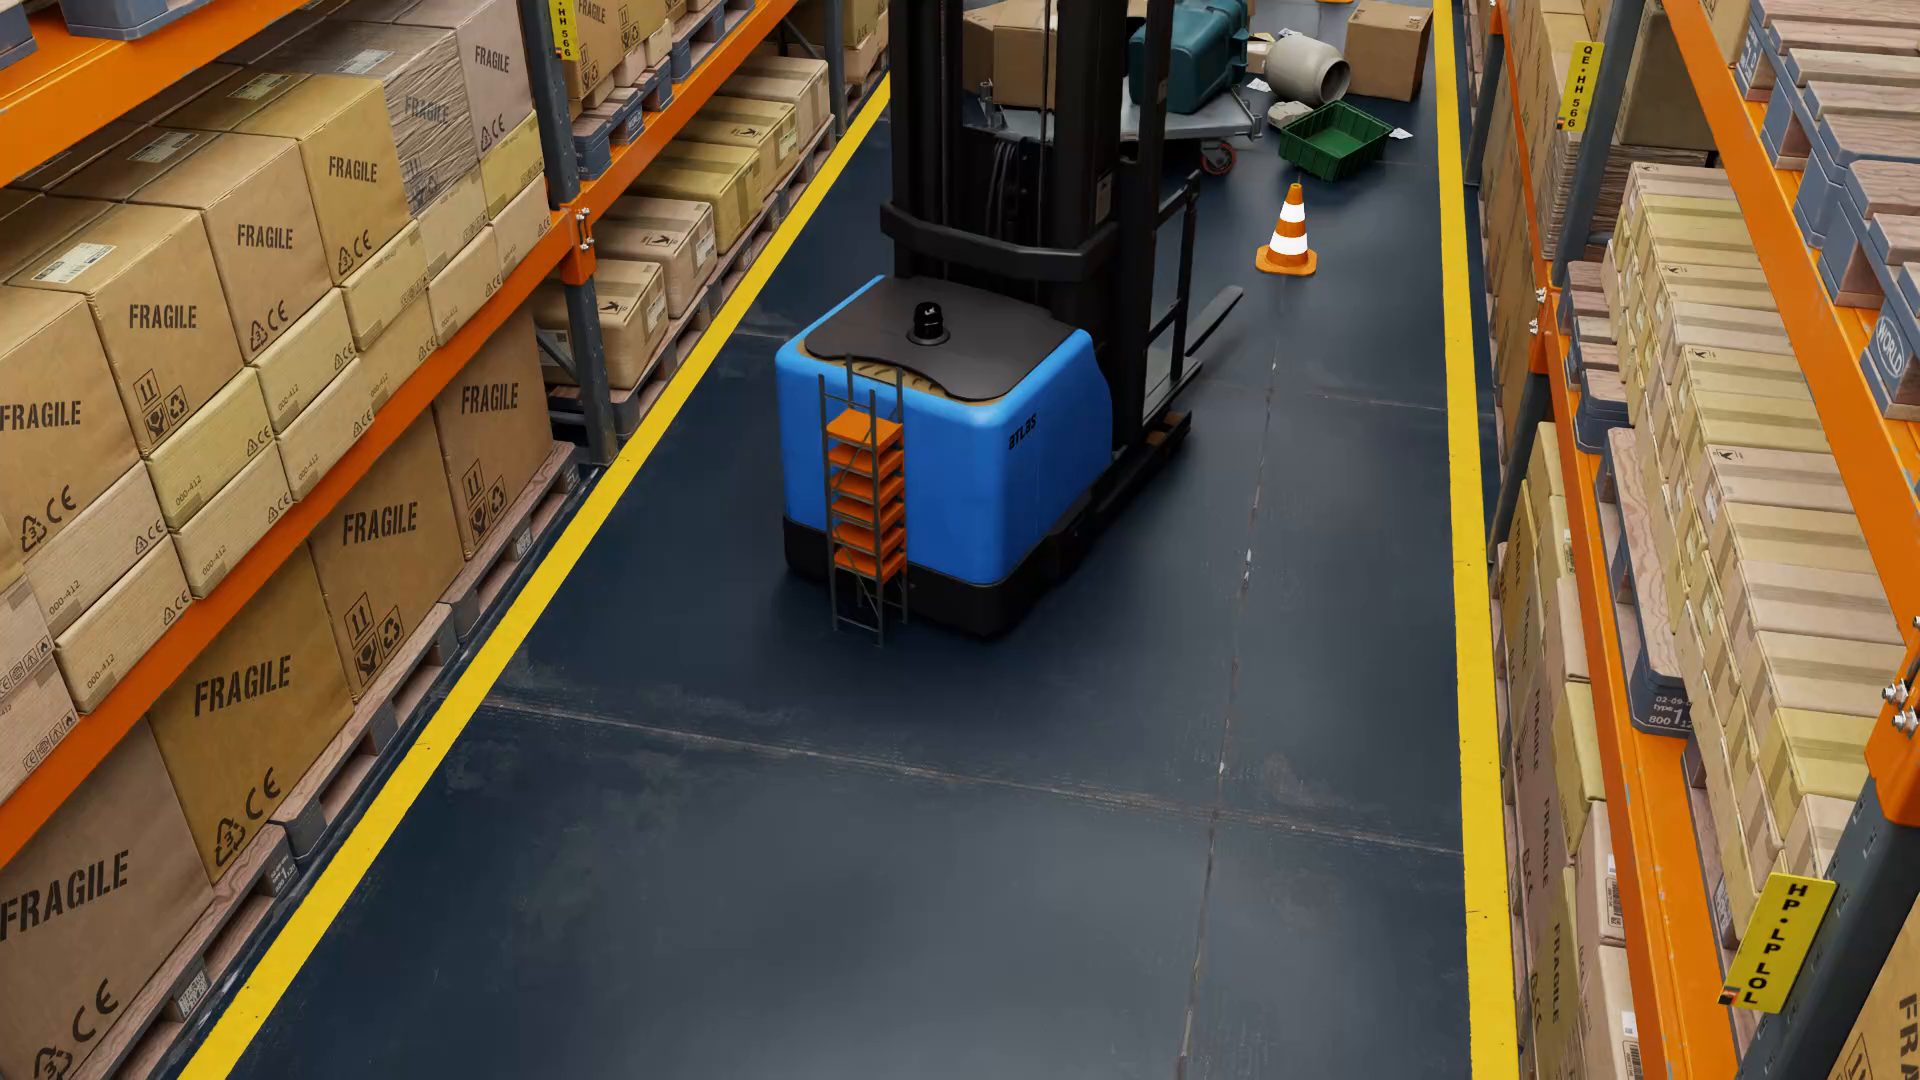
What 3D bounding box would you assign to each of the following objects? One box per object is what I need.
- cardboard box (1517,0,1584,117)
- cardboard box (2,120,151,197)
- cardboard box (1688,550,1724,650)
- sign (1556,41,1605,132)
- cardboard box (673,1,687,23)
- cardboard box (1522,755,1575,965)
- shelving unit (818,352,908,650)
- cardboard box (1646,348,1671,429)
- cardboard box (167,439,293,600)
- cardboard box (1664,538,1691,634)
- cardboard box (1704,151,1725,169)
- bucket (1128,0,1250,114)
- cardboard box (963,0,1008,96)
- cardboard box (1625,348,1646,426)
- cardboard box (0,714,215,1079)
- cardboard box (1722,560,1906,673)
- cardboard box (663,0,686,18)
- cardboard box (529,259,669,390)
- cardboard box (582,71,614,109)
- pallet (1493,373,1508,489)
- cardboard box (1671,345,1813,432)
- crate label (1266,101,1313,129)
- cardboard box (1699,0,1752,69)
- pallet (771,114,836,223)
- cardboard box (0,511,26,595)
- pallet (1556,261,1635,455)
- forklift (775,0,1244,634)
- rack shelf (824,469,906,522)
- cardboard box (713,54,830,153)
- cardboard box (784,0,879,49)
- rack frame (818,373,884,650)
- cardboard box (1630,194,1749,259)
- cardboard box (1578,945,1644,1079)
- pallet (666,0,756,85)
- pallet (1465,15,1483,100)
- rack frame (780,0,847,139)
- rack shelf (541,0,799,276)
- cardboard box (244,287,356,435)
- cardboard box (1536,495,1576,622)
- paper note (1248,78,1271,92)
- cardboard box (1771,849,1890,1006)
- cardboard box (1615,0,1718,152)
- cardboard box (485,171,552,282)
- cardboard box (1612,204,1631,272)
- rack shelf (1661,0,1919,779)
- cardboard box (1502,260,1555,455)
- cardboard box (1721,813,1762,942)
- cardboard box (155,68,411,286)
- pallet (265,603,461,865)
[{"bbox_3d":[2.910,-2.280,7.755,0.500,0.500,0.500,8,37,11],"label":"cardboard box"},{"bbox_3d":[-2.778,-0.968,5.092,0.500,0.500,0.500,8,37,11],"label":"cardboard box"},{"bbox_3d":[2.016,0.171,4.060,0.380,0.149,0.250,6,36,8],"label":"cardboard box"},{"bbox_3d":[2.214,-1.617,5.939,0.100,0.325,0.005,7,37,10],"label":"sign"},{"bbox_3d":[-1.577,-2.654,8.211,0.380,0.149,0.250,9,37,12],"label":"cardboard box"},{"bbox_3d":[2.038,1.011,5.071,0.500,0.500,0.500,7,36,9],"label":"cardboard box"},{"bbox_3d":[-0.363,-0.130,6.407,0.258,1.200,0.189,19,40,24],"label":"shelving unit"},{"bbox_3d":[2.240,-0.421,4.878,0.380,0.149,0.250,7,37,10],"label":"cardboard box"},{"bbox_3d":[-2.369,-0.097,4.956,0.500,0.250,0.500,7,37,10],"label":"cardboard box"},{"bbox_3d":[2.069,0.144,4.351,0.380,0.149,0.250,9,37,12],"label":"cardboard box"},{"bbox_3d":[3.116,-1.345,6.464,0.500,0.500,0.500,8,37,10],"label":"cardboard box"},{"bbox_3d":[1.388,-3.031,10.370,0.726,0.611,0.620,20,51,26],"label":"bucket"},{"bbox_3d":[0.312,-3.369,11.471,0.500,0.500,0.500,-24,42,-30],"label":"cardboard box"},{"bbox_3d":[2.293,-0.455,5.177,0.380,0.149,0.250,9,37,12],"label":"cardboard box"},{"bbox_3d":[-2.901,0.975,4.802,0.875,0.875,0.875,8,37,11],"label":"cardboard box"},{"bbox_3d":[1.967,0.196,3.773,0.380,0.149,0.250,7,37,10],"label":"cardboard box"},{"bbox_3d":[-1.567,-2.808,7.872,0.500,0.500,0.500,8,37,11],"label":"cardboard box"},{"bbox_3d":[-1.970,-1.072,8.055,0.950,0.372,0.625,5,36,7],"label":"cardboard box"},{"bbox_3d":[-1.757,-2.033,7.355,0.380,0.149,0.250,5,36,7],"label":"cardboard box"},{"bbox_3d":[2.998,-0.394,7.614,1.003,0.211,1.213,7,37,10],"label":"pallet"},{"bbox_3d":[2.189,-0.396,4.589,0.380,0.149,0.250,8,37,11],"label":"cardboard box"},{"bbox_3d":[2.188,-2.799,10.995,0.298,0.136,0.250,-17,39,-22],"label":"crate label"},{"bbox_3d":[2.173,-1.467,4.077,0.500,0.500,0.500,7,37,10],"label":"cardboard box"},{"bbox_3d":[-1.411,-2.361,10.328,1.003,0.211,1.213,7,37,10],"label":"pallet"},{"bbox_3d":[-2.580,-0.012,3.773,0.500,0.500,0.500,8,37,11],"label":"cardboard box"},{"bbox_3d":[2.708,-0.581,5.659,1.213,0.211,1.003,7,37,10],"label":"pallet"},{"bbox_3d":[0.436,-1.653,7.033,1.130,2.935,3.031,19,40,24],"label":"forklift"},{"bbox_3d":[-0.363,-0.191,6.363,0.258,0.103,0.180,19,40,24],"label":"rack shelf"},{"bbox_3d":[-1.356,-2.742,10.358,0.950,0.372,0.625,8,37,11],"label":"cardboard box"},{"bbox_3d":[-0.857,-3.601,11.009,0.500,0.500,0.500,9,37,12],"label":"cardboard box"},{"bbox_3d":[-0.409,-0.084,6.343,0.240,1.200,0.006,19,40,24],"label":"rack frame"},{"bbox_3d":[2.414,-0.995,5.416,0.380,0.149,0.250,6,36,9],"label":"cardboard box"},{"bbox_3d":[1.814,1.292,4.044,0.500,0.250,0.500,6,36,9],"label":"cardboard box"},{"bbox_3d":[-1.718,-2.706,8.591,1.003,0.211,1.213,7,37,10],"label":"pallet"},{"bbox_3d":[4.108,-3.373,11.724,1.003,0.211,1.213,7,37,10],"label":"pallet"},{"bbox_3d":[-1.247,-3.937,10.126,1.000,3.000,0.127,7,37,10],"label":"rack frame"},{"bbox_3d":[-1.674,-2.499,8.755,1.077,0.370,4.000,7,37,10],"label":"rack shelf"},{"bbox_3d":[-2.262,-0.587,5.206,0.500,0.250,0.500,6,36,9],"label":"cardboard box"},{"bbox_3d":[2.264,0.113,5.671,0.500,0.250,0.500,7,37,9],"label":"cardboard box"},{"bbox_3d":[2.113,-3.177,11.614,0.172,0.023,0.155,20,41,26],"label":"paper note"},{"bbox_3d":[1.794,0.771,3.233,0.380,0.149,0.250,8,37,11],"label":"cardboard box"},{"bbox_3d":[2.862,-1.782,6.216,0.700,0.500,0.500,7,37,10],"label":"cardboard box"},{"bbox_3d":[-1.955,-1.260,6.561,0.500,0.250,0.500,6,36,8],"label":"cardboard box"},{"bbox_3d":[2.457,-1.018,5.701,0.380,0.149,0.250,9,37,12],"label":"cardboard box"},{"bbox_3d":[2.329,-0.858,3.934,1.077,0.370,4.000,7,37,10],"label":"rack shelf"},{"bbox_3d":[2.974,-0.678,7.188,1.050,0.750,0.750,7,36,9],"label":"cardboard box"},{"bbox_3d":[1.848,0.742,3.526,0.380,0.149,0.250,8,37,10],"label":"cardboard box"},{"bbox_3d":[-2.170,-1.180,5.385,0.500,0.500,0.500,7,37,10],"label":"cardboard box"},{"bbox_3d":[-2.606,0.626,6.207,1.003,0.211,1.213,7,37,10],"label":"pallet"}]
